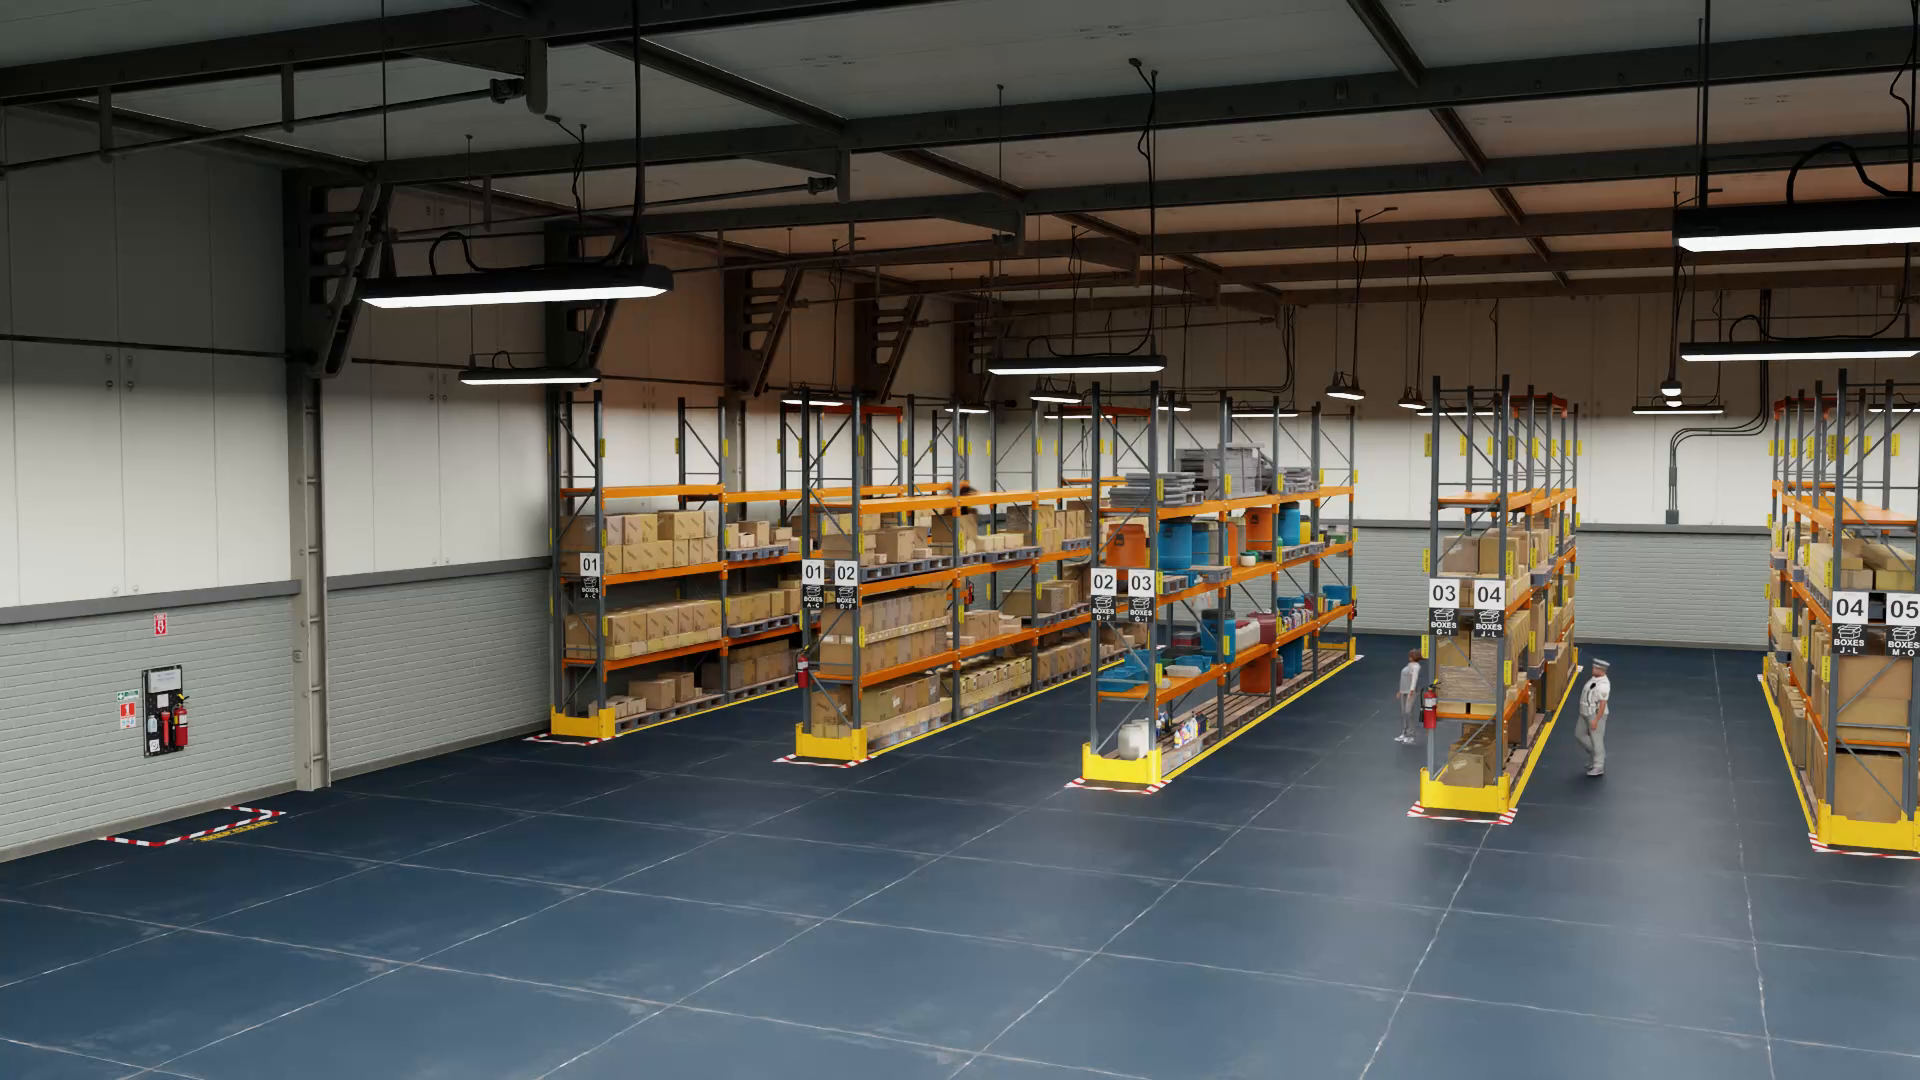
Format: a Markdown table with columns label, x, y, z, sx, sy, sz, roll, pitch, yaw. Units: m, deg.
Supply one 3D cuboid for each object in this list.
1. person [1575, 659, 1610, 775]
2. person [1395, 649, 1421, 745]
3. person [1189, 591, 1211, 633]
| label | x | y | z | sx | sy | sz | roll | pitch | yaw |
| --- | --- | --- | --- | --- | --- | --- | --- | --- | --- |
| person | 9.783 | 2.705 | 25.617 | 0.477 | 1.771 | 0.632 | 0 | 3 | -7 |
| person | 7.628 | 2.662 | 28.322 | 0.411 | 1.643 | 0.479 | -1 | 3 | -11 |
| person | 6.202 | 1.800 | 42.996 | 0.535 | 1.676 | 0.454 | 0 | 3 | -2 |
